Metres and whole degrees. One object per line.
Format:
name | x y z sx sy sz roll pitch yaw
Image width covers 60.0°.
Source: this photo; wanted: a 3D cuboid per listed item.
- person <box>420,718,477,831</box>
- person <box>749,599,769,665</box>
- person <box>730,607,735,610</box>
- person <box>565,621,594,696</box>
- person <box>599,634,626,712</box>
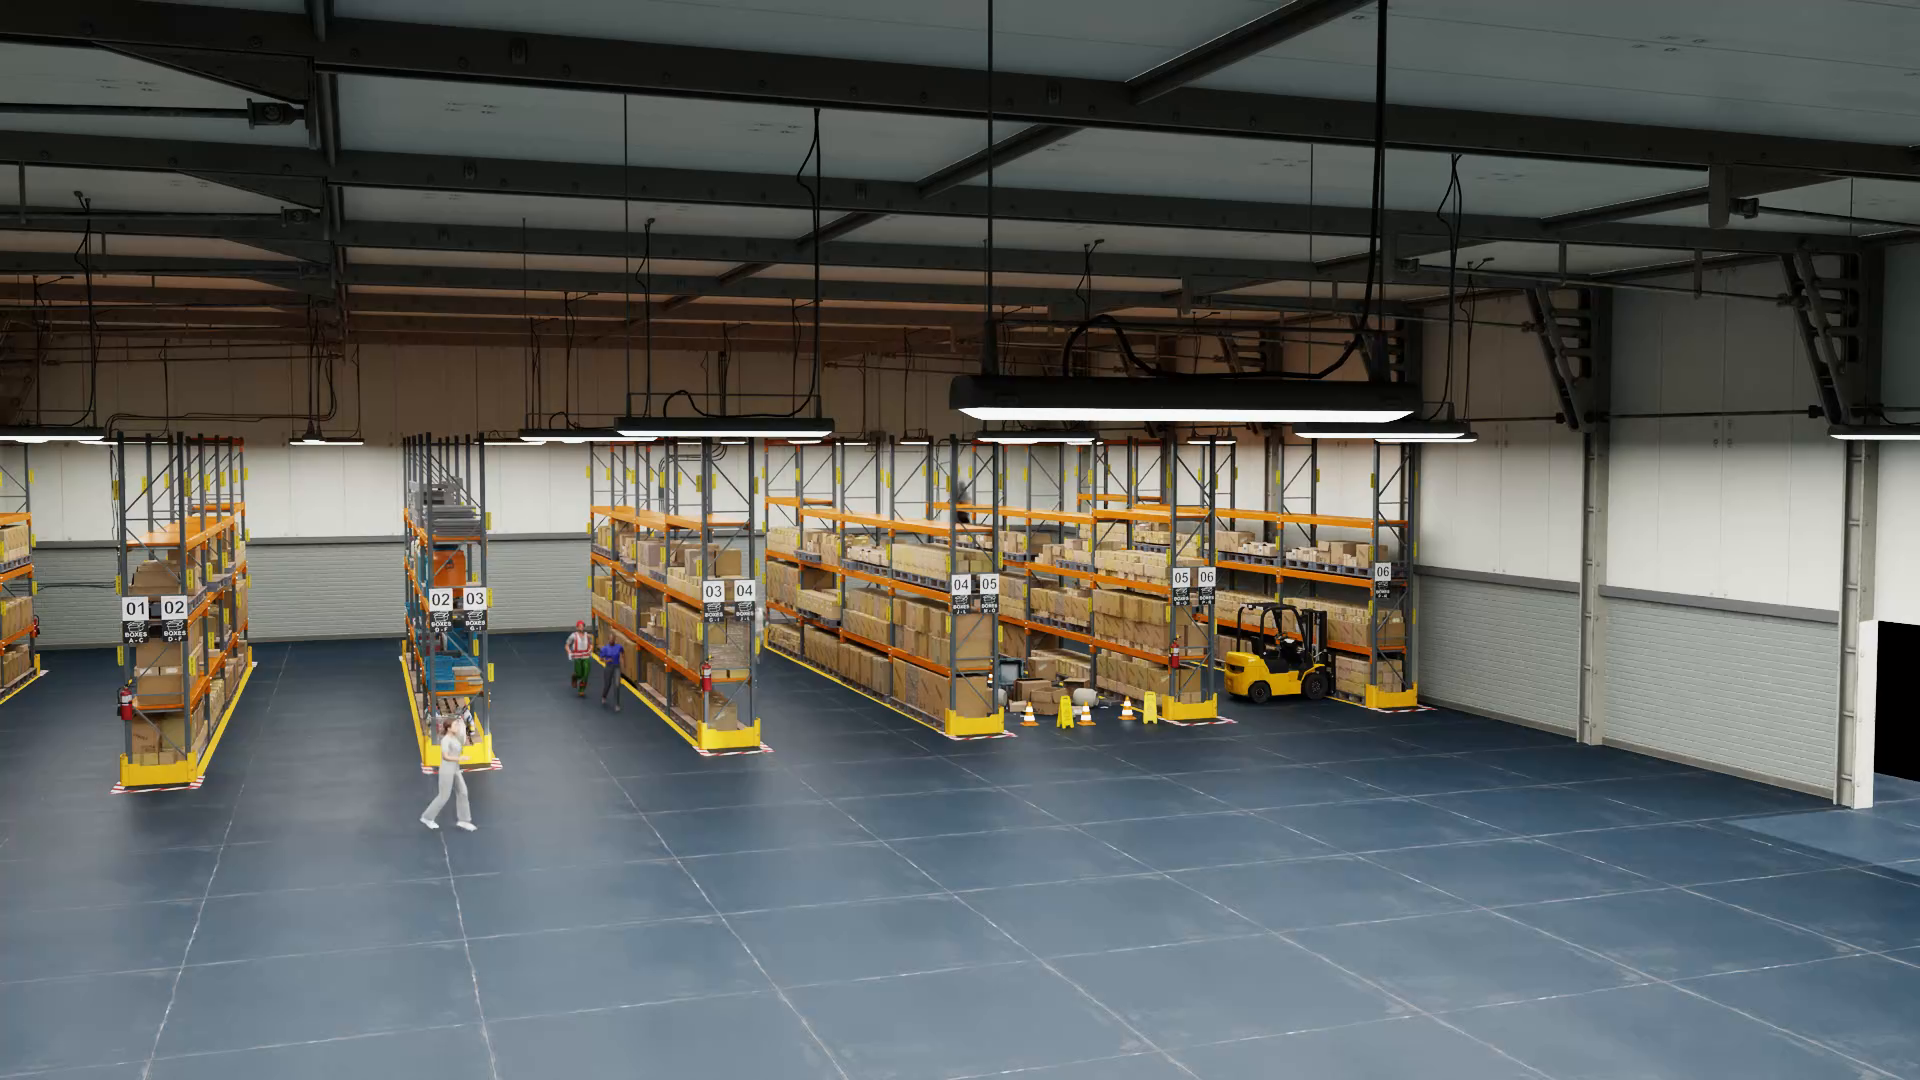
person | -7.646 3.508 24.840 0.820 1.718 0.580 0 3 1
person | -5.359 2.408 43.707 0.698 1.765 0.858 -1 3 -12
person | -6.319 2.349 46.395 0.635 1.642 0.573 -1 3 -13
person | -8.750 2.731 38.402 0.656 1.743 0.603 -2 4 -31
person | -7.619 2.884 36.447 0.587 1.672 0.934 -1 3 -19
